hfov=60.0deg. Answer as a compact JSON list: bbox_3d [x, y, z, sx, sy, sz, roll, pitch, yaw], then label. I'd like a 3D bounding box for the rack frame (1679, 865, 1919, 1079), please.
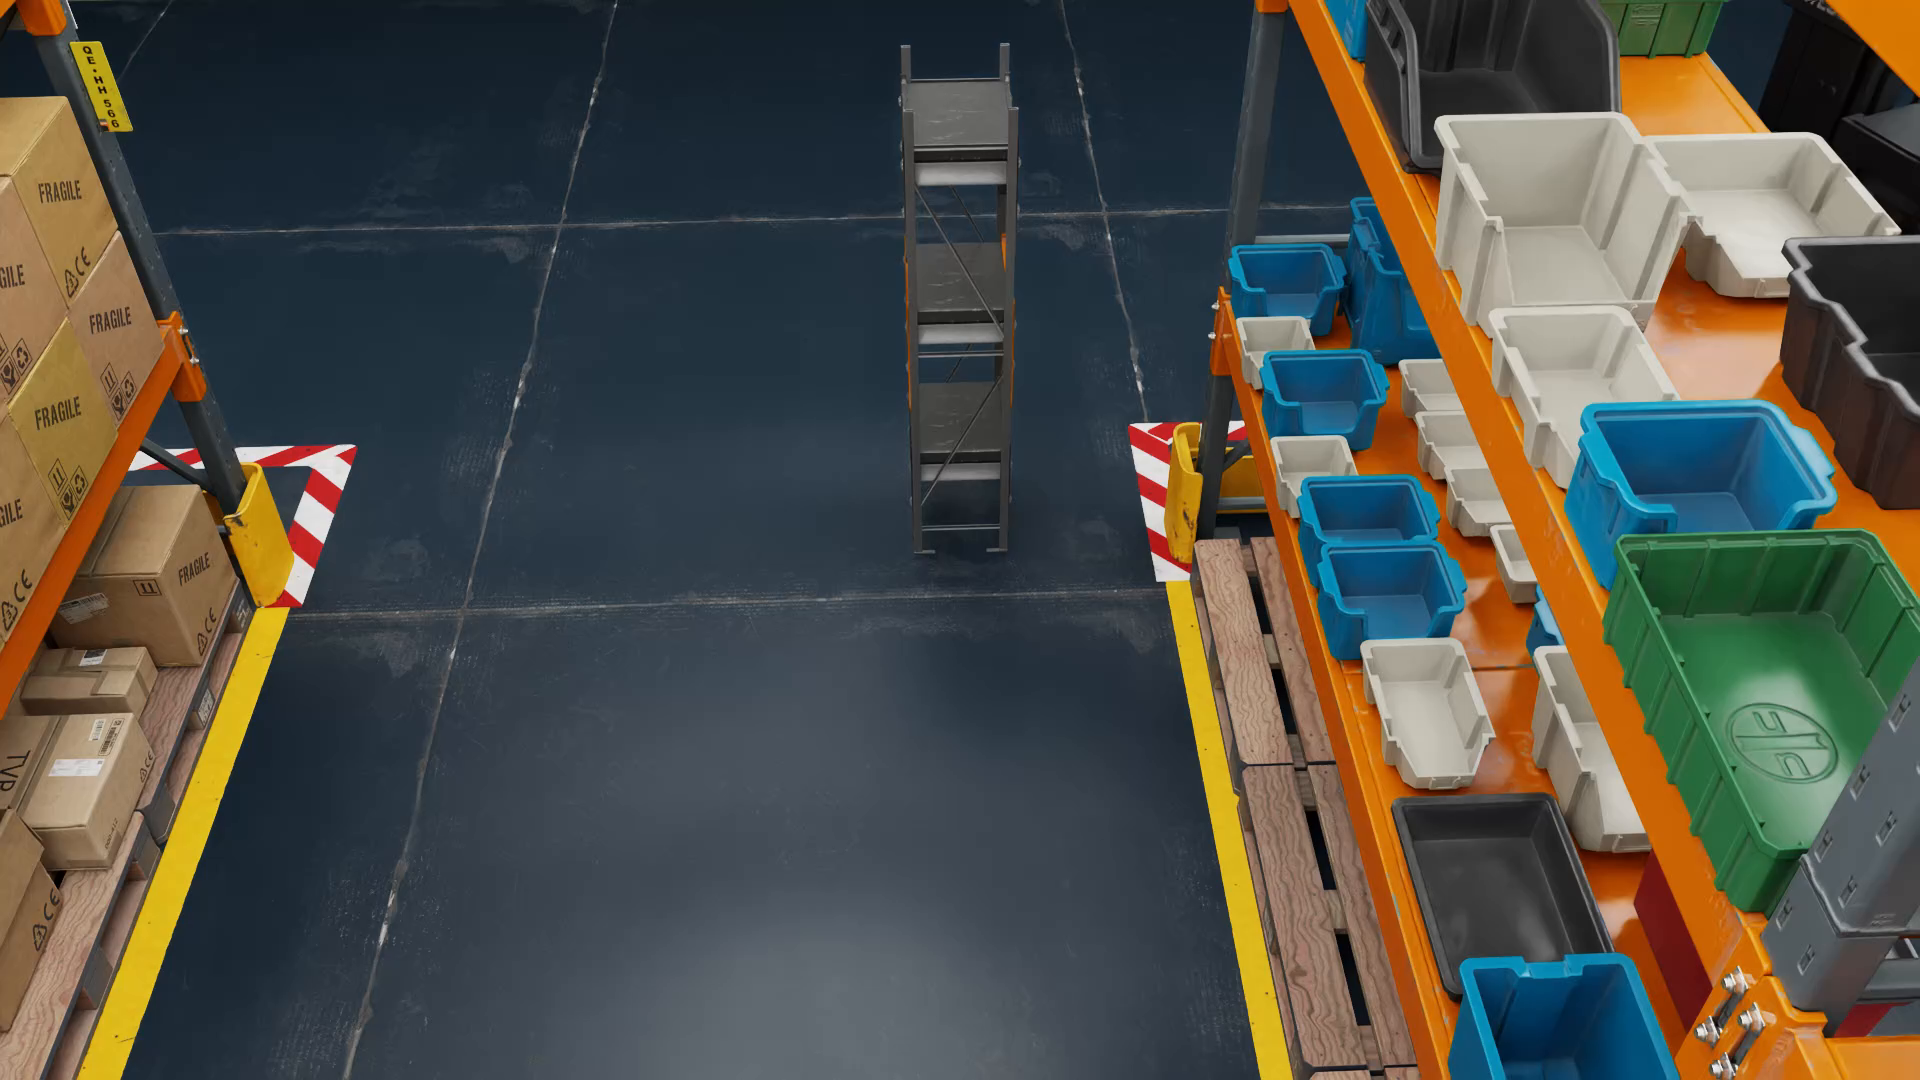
[{"bbox_3d":[1.673,1.582,3.304,1.000,3.000,0.127,-2,43,-2],"label":"rack frame"}]

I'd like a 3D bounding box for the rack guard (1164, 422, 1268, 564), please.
[{"bbox_3d":[1.489,-0.212,7.112,1.175,0.500,0.348,-2,43,-2],"label":"rack guard"}]

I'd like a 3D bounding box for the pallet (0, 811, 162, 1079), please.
[{"bbox_3d":[-3.359,1.461,5.500,1.003,0.211,1.213,-2,43,-2],"label":"pallet"}]

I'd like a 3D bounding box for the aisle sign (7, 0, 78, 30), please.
[{"bbox_3d":[-3.143,-1.992,5.279,0.394,0.787,0.004,-2,43,-2],"label":"aisle sign"}]

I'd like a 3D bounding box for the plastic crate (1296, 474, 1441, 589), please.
[{"bbox_3d":[1.240,-0.014,5.124,0.416,0.233,0.300,-2,43,-2],"label":"plastic crate"}]

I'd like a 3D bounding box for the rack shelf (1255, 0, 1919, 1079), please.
[{"bbox_3d":[1.588,-0.609,4.006,1.077,0.370,4.000,-2,43,-2],"label":"rack shelf"}]

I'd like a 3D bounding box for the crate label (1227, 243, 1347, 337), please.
[{"bbox_3d":[1.184,-0.902,6.094,0.416,0.233,0.303,-2,43,-2],"label":"crate label"}]

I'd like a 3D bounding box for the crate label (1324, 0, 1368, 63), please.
[{"bbox_3d":[1.219,-1.537,4.597,0.408,0.251,0.502,-2,43,-2],"label":"crate label"}]

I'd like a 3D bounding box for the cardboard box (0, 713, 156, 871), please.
[{"bbox_3d":[-3.167,0.875,5.785,0.500,0.250,0.500,-2,43,-2],"label":"cardboard box"}]

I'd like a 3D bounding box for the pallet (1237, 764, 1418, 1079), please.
[{"bbox_3d":[1.548,1.289,5.687,1.003,0.211,1.213,-2,43,-2],"label":"pallet"}]

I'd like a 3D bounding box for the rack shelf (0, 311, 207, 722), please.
[{"bbox_3d":[-3.361,0.637,4.868,1.077,0.370,4.000,-2,43,-2],"label":"rack shelf"}]

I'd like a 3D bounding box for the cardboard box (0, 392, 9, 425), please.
[{"bbox_3d":[-3.104,-0.400,4.653,0.500,0.500,0.500,-1,43,-1],"label":"cardboard box"}]

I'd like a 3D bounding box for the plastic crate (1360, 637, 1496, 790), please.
[{"bbox_3d":[1.298,0.490,4.646,0.293,0.136,0.466,-2,43,-2],"label":"plastic crate"}]

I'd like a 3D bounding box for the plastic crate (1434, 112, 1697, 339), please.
[{"bbox_3d":[1.289,-0.675,3.634,0.437,0.282,0.530,-2,43,-2],"label":"plastic crate"}]

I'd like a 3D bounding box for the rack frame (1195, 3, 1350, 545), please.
[{"bbox_3d":[1.503,-1.118,6.250,1.000,3.000,0.127,-2,43,-2],"label":"rack frame"}]

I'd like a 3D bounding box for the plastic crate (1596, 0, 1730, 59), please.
[{"bbox_3d":[1.830,-1.488,4.591,0.450,0.188,0.336,-2,43,-2],"label":"plastic crate"}]

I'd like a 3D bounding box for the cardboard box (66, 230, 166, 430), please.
[{"bbox_3d":[-3.155,-0.721,5.742,0.500,0.500,0.500,0,43,0],"label":"cardboard box"}]

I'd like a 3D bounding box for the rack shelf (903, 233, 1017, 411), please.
[{"bbox_3d":[-0.007,-0.876,6.672,0.431,0.518,0.480,-2,43,-2],"label":"rack shelf"}]

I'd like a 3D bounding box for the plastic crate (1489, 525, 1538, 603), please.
[{"bbox_3d":[1.784,0.085,5.088,0.298,0.136,0.250,-2,43,-2],"label":"plastic crate"}]

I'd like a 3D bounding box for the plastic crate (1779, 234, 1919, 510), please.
[{"bbox_3d":[1.894,-0.322,3.258,0.497,0.269,0.590,-2,43,-2],"label":"plastic crate"}]

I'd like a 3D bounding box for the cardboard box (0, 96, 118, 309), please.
[{"bbox_3d":[-3.153,-1.091,5.407,0.500,0.500,0.500,-2,43,-2],"label":"cardboard box"}]

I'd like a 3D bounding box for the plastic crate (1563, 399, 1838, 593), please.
[{"bbox_3d":[1.315,-0.067,3.007,0.416,0.233,0.300,-2,43,-2],"label":"plastic crate"}]

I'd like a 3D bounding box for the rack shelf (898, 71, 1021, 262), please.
[{"bbox_3d":[-0.007,-1.392,6.199,0.431,0.518,0.480,-2,43,-2],"label":"rack shelf"}]

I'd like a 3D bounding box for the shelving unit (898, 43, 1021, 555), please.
[{"bbox_3d":[-0.007,-0.886,6.662,0.431,2.100,0.503,-2,43,-2],"label":"shelving unit"}]

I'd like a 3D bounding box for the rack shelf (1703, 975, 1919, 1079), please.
[{"bbox_3d":[1.758,2.092,1.060,1.077,0.370,4.000,-2,43,-2],"label":"rack shelf"}]

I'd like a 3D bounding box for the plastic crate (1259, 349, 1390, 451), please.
[{"bbox_3d":[1.212,-0.458,5.609,0.416,0.233,0.300,-2,43,-2],"label":"plastic crate"}]

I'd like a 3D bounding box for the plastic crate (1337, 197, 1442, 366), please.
[{"bbox_3d":[1.704,-0.933,5.977,0.616,0.435,0.499,-2,43,-2],"label":"plastic crate"}]

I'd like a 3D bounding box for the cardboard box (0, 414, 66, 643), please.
[{"bbox_3d":[-3.114,-0.034,4.993,0.500,0.500,0.500,-1,43,-1],"label":"cardboard box"}]

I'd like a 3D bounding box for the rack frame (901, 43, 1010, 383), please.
[{"bbox_3d":[-0.017,-1.050,6.842,0.400,2.100,0.015,-2,43,-2],"label":"rack frame"}]

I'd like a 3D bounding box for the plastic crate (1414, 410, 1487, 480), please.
[{"bbox_3d":[1.716,-0.302,5.510,0.396,0.136,0.243,-2,43,-2],"label":"plastic crate"}]

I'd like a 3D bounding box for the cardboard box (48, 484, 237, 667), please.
[{"bbox_3d":[-3.177,0.141,6.401,0.500,0.500,0.500,-2,43,-2],"label":"cardboard box"}]

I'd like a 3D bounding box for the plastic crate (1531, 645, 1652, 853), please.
[{"bbox_3d":[1.792,0.568,4.454,0.437,0.282,0.530,-2,43,-2],"label":"plastic crate"}]

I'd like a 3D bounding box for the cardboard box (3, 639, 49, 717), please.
[{"bbox_3d":[-3.685,0.586,6.100,0.500,0.250,0.500,-2,43,-2],"label":"cardboard box"}]

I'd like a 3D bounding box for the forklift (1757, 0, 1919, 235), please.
[{"bbox_3d":[3.234,-0.454,5.577,1.130,2.935,3.031,-17,45,-17],"label":"forklift"}]
